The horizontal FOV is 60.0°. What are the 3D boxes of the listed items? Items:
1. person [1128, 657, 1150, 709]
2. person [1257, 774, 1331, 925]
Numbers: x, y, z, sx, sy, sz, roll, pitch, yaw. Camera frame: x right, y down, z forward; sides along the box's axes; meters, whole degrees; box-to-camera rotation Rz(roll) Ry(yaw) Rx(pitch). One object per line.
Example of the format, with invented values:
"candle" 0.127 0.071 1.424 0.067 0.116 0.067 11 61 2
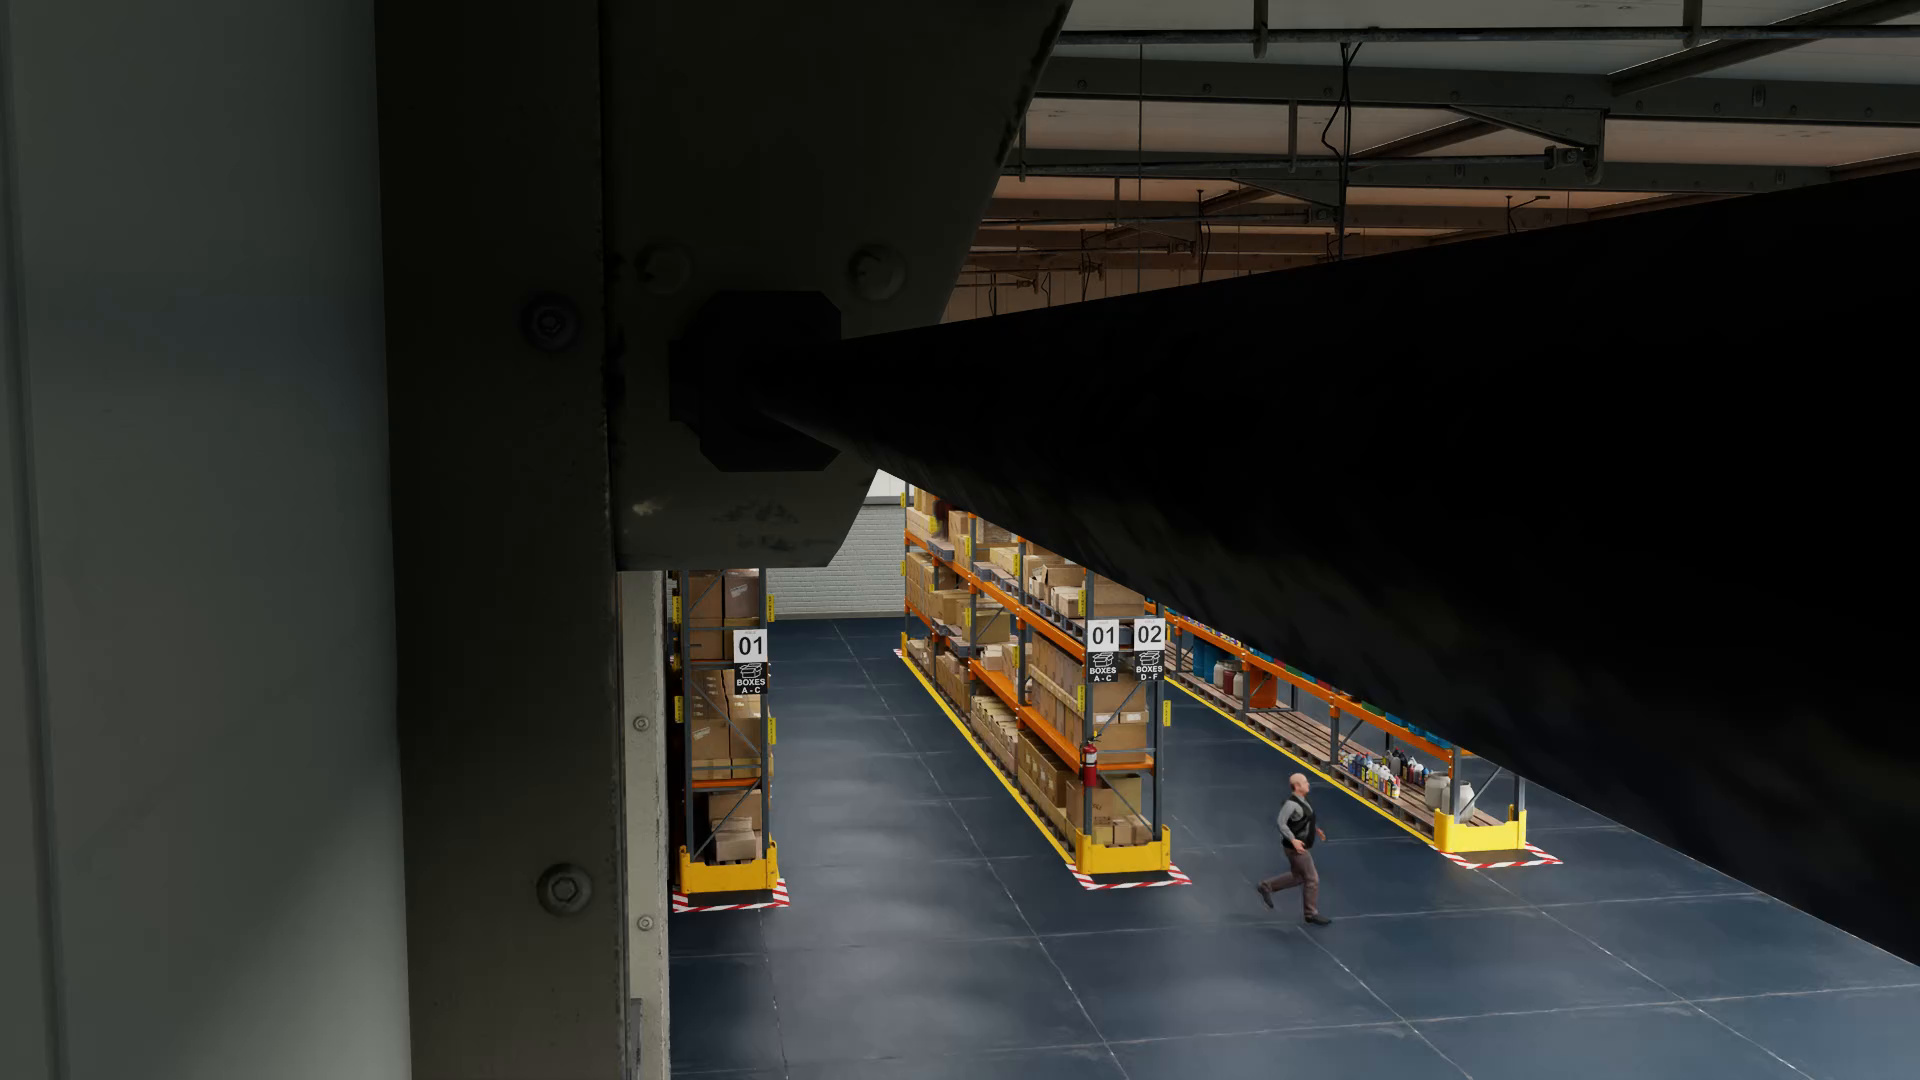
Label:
"person" 3.191 2.141 29.702 0.565 1.681 0.691 -2 6 -22
"person" 3.825 3.509 19.019 0.880 1.707 0.680 2 6 21
